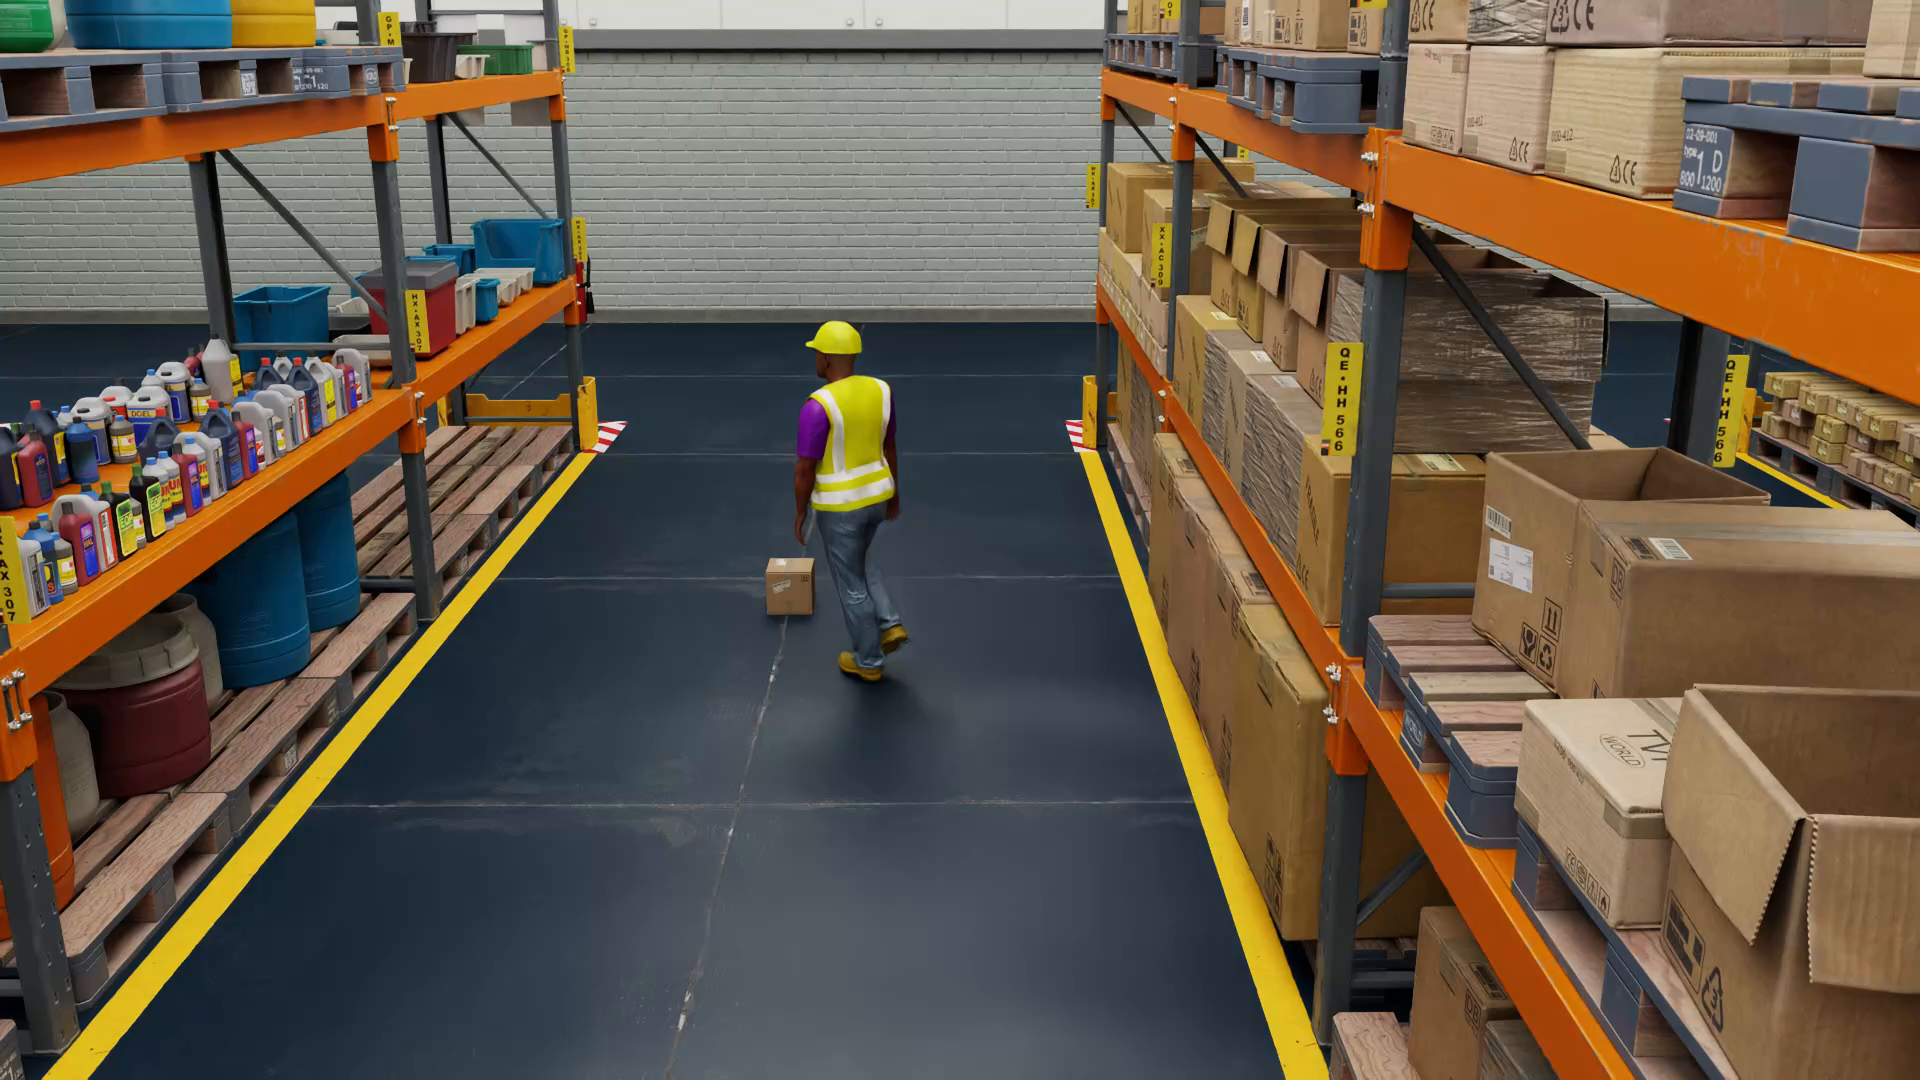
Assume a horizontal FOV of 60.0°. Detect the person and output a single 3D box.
[{"bbox_3d":[-0.517,-0.181,8.032,0.478,1.762,0.667,16,23,42],"label":"person"}]
